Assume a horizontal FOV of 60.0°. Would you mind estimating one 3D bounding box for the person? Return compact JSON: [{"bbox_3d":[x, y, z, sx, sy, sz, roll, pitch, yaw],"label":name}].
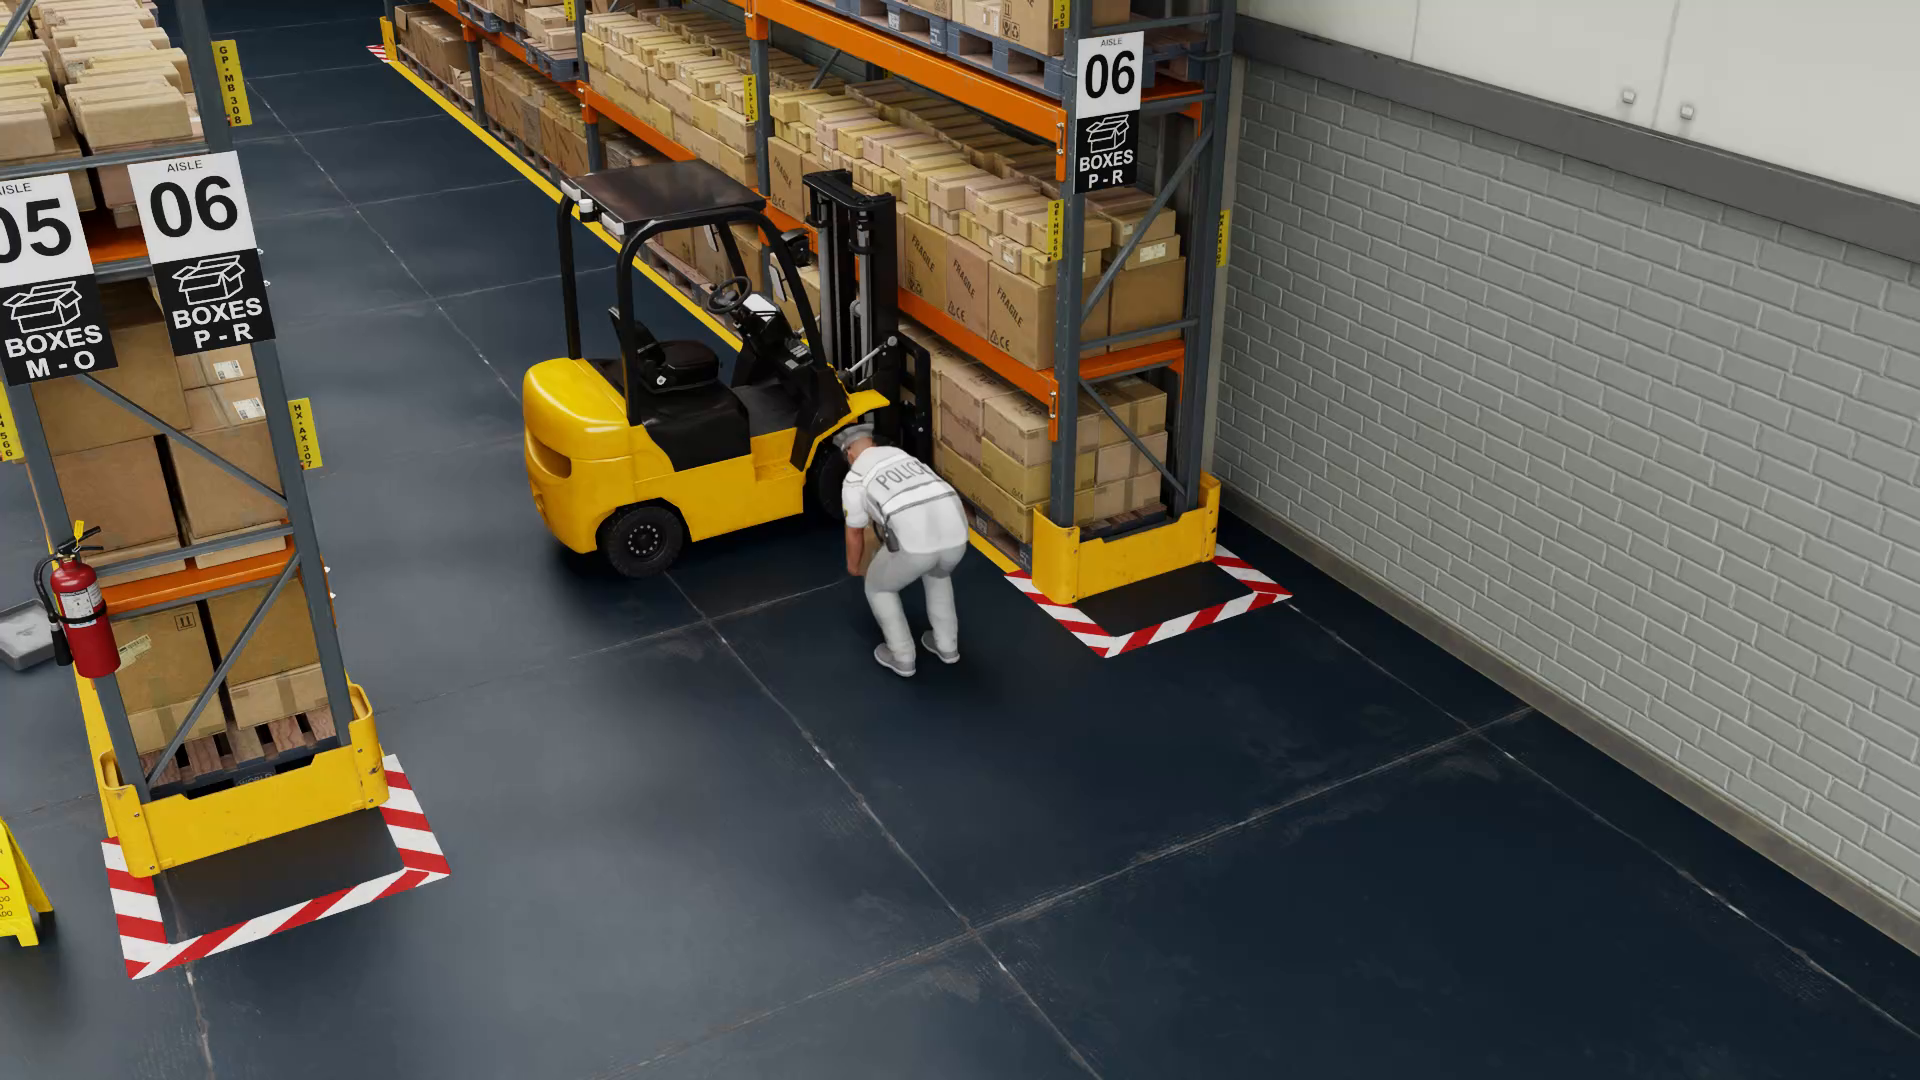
[{"bbox_3d":[-0.344,0.038,9.051,0.516,1.214,1.022,-17,33,-28],"label":"person"}]
